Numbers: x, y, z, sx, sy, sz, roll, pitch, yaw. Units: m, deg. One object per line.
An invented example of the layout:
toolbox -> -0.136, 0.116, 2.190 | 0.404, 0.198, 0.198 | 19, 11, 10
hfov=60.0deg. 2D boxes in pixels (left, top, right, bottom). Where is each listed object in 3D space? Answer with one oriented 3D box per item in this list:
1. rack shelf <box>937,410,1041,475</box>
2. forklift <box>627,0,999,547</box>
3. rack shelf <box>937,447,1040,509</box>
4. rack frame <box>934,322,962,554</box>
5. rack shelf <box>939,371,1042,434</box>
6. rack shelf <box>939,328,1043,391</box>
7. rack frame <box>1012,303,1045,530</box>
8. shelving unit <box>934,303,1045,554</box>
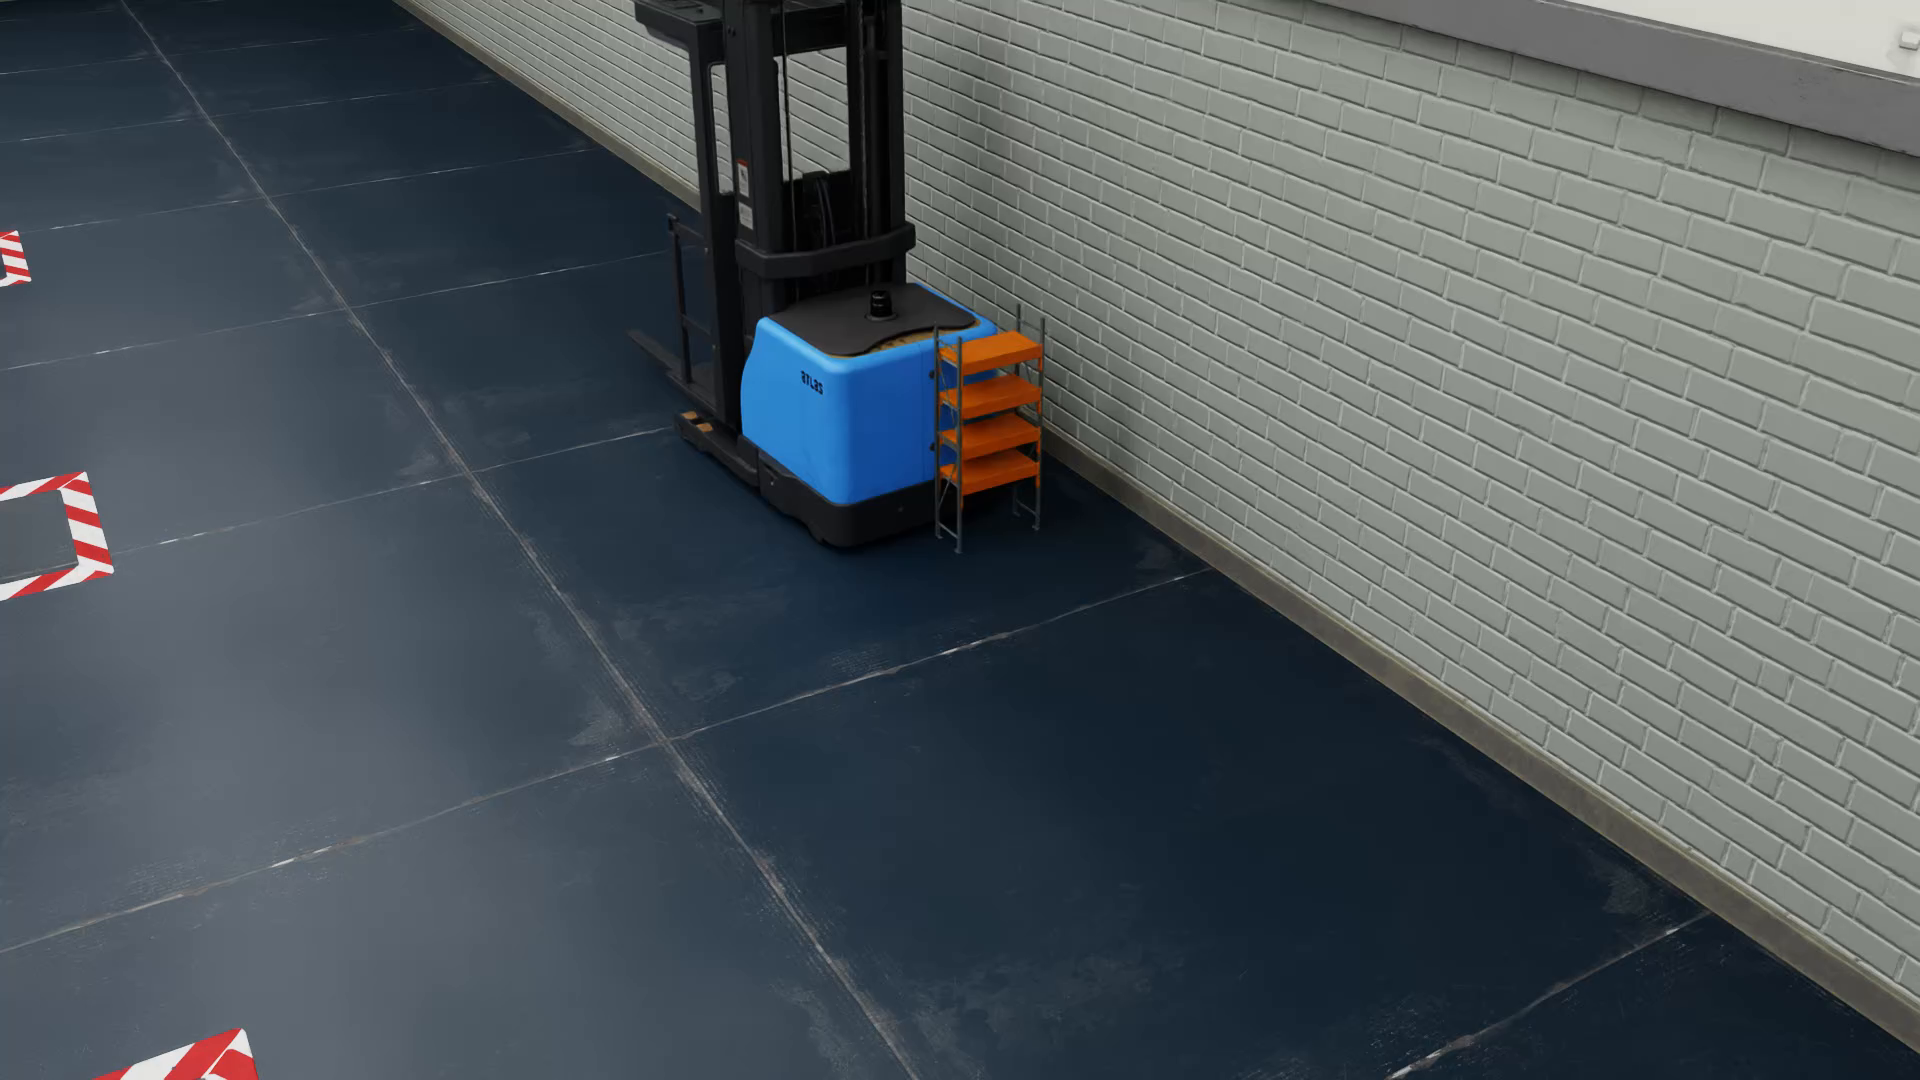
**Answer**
rack shelf -> 0.146, -0.506, 8.564 | 0.480, 0.148, 0.258 | -17, 33, -28
forklift -> -1.027, -1.913, 9.183 | 1.130, 2.935, 3.031 | -18, 34, -29
rack shelf -> 0.146, -0.332, 8.660 | 0.480, 0.148, 0.258 | -17, 33, -28
rack frame -> -0.061, -0.502, 8.418 | 0.015, 1.200, 0.240 | -17, 33, -28
rack shelf -> 0.146, -0.701, 8.456 | 0.480, 0.148, 0.258 | -17, 33, -28
rack shelf -> 0.146, -0.909, 8.341 | 0.480, 0.148, 0.258 | -17, 33, -28
rack frame -> 0.354, -0.627, 8.644 | 0.015, 1.200, 0.240 | -17, 33, -28
shelving unit -> 0.146, -0.565, 8.531 | 0.503, 1.200, 0.258 | -17, 33, -28
